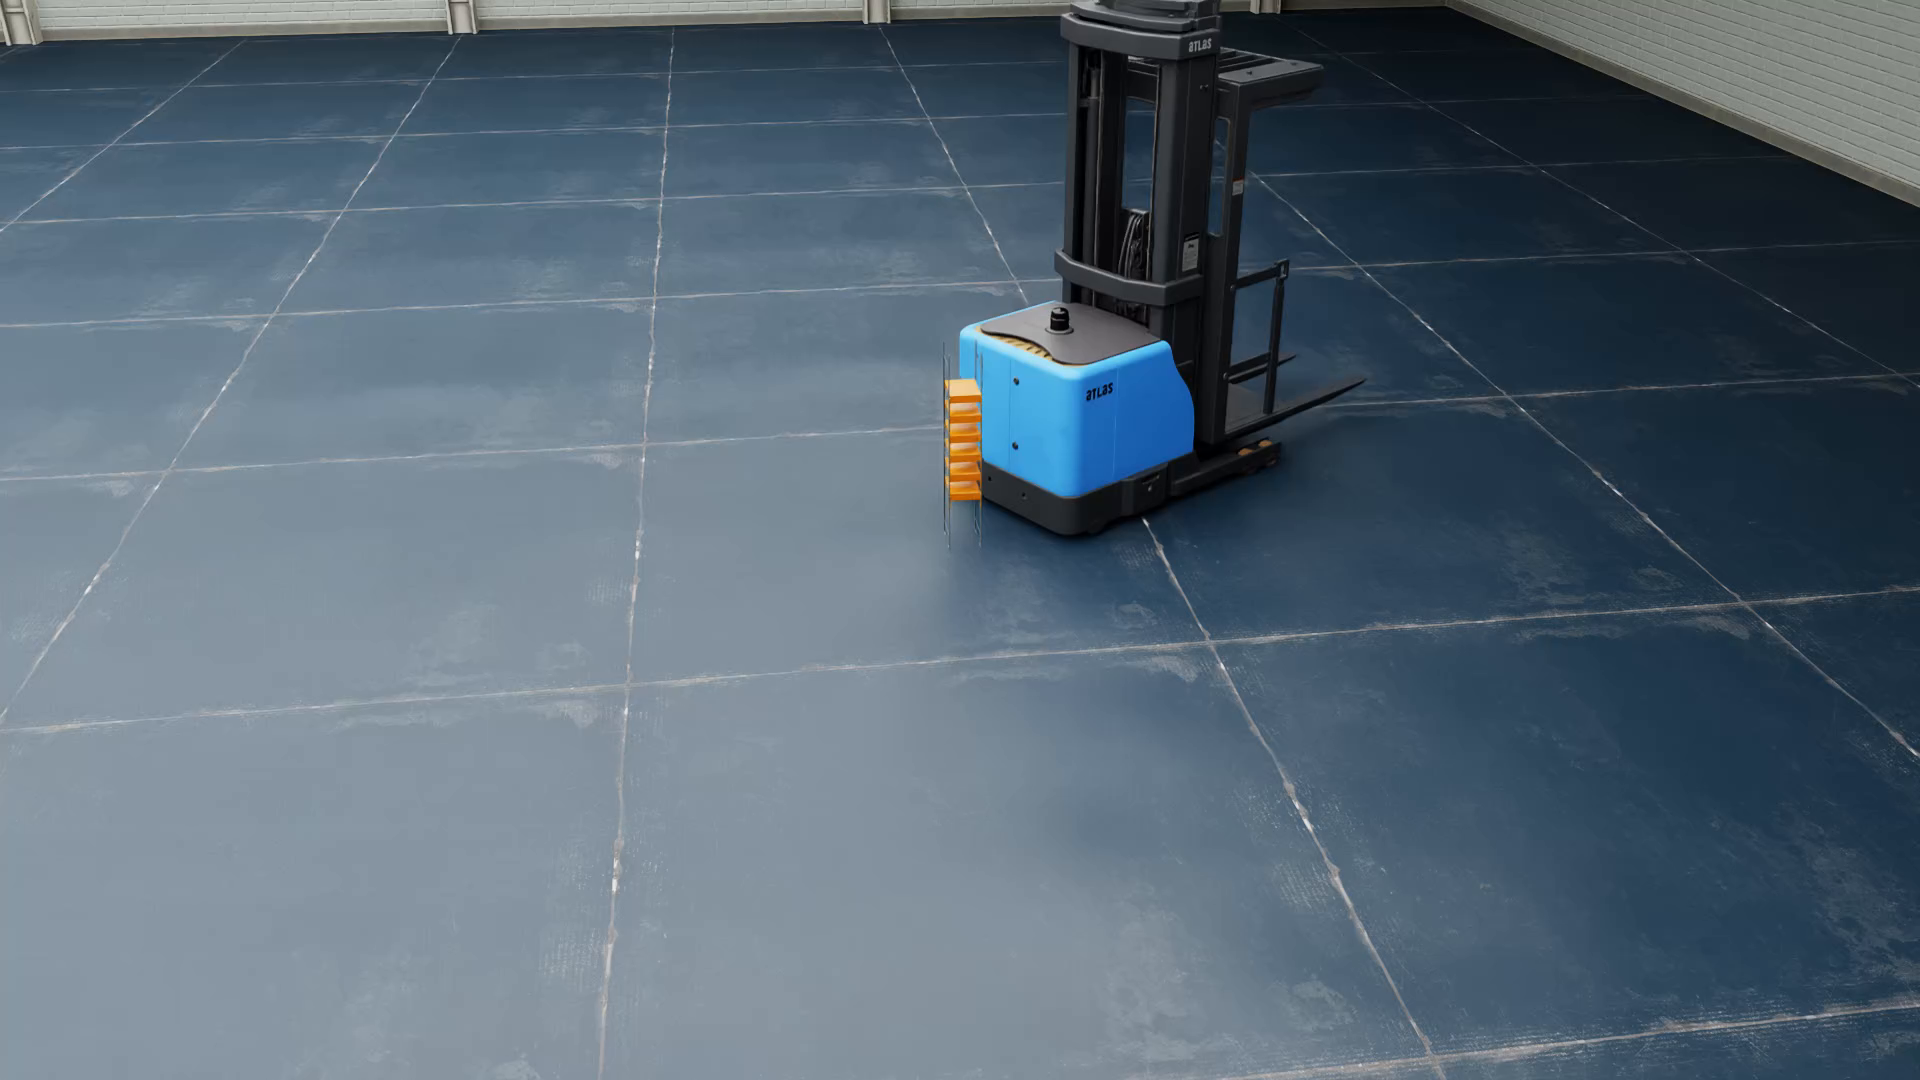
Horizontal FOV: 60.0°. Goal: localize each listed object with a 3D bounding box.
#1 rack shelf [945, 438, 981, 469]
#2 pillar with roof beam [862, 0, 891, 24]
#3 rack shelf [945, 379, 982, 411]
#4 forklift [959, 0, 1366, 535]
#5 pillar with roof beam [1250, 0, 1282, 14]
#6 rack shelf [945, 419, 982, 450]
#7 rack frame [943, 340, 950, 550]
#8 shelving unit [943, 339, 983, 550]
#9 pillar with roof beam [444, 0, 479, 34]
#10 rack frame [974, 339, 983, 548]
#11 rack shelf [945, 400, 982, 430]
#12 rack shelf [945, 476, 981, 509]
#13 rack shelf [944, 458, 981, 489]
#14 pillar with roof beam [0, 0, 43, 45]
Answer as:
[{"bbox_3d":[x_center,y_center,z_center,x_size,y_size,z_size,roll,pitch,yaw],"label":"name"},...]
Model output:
[{"bbox_3d":[0.014,-0.495,9.498,0.180,0.103,0.258,-4,27,-7],"label":"rack shelf"},{"bbox_3d":[-0.647,-9.805,19.001,0.400,9.000,9.100,-4,27,-7],"label":"pillar with roof beam"},{"bbox_3d":[0.014,-0.816,9.334,0.180,0.103,0.258,-4,27,-7],"label":"rack shelf"},{"bbox_3d":[1.428,-1.880,10.203,3.031,2.935,1.130,-21,34,-35],"label":"forklift"},{"bbox_3d":[5.294,-10.186,19.745,0.400,9.000,9.100,-4,27,-7],"label":"pillar with roof beam"},{"bbox_3d":[0.014,-0.602,9.443,0.180,0.103,0.258,-4,27,-7],"label":"rack shelf"},{"bbox_3d":[-0.076,-0.529,9.467,0.006,1.200,0.240,-4,27,-7],"label":"rack frame"},{"bbox_3d":[0.014,-0.535,9.478,0.189,1.200,0.258,-4,27,-7],"label":"shelving unit"},{"bbox_3d":[-6.589,-9.423,18.258,0.400,9.000,9.100,-4,27,-7],"label":"pillar with roof beam"},{"bbox_3d":[0.105,-0.541,9.489,0.006,1.200,0.240,-4,27,-7],"label":"rack frame"},{"bbox_3d":[0.014,-0.709,9.389,0.180,0.103,0.258,-4,27,-7],"label":"rack shelf"},{"bbox_3d":[0.014,-0.282,9.608,0.180,0.103,0.258,-4,27,-7],"label":"rack shelf"},{"bbox_3d":[0.014,-0.388,9.553,0.180,0.103,0.258,-4,27,-7],"label":"rack shelf"},{"bbox_3d":[-12.530,-9.041,17.514,0.400,9.000,9.100,-4,27,-7],"label":"pillar with roof beam"}]
